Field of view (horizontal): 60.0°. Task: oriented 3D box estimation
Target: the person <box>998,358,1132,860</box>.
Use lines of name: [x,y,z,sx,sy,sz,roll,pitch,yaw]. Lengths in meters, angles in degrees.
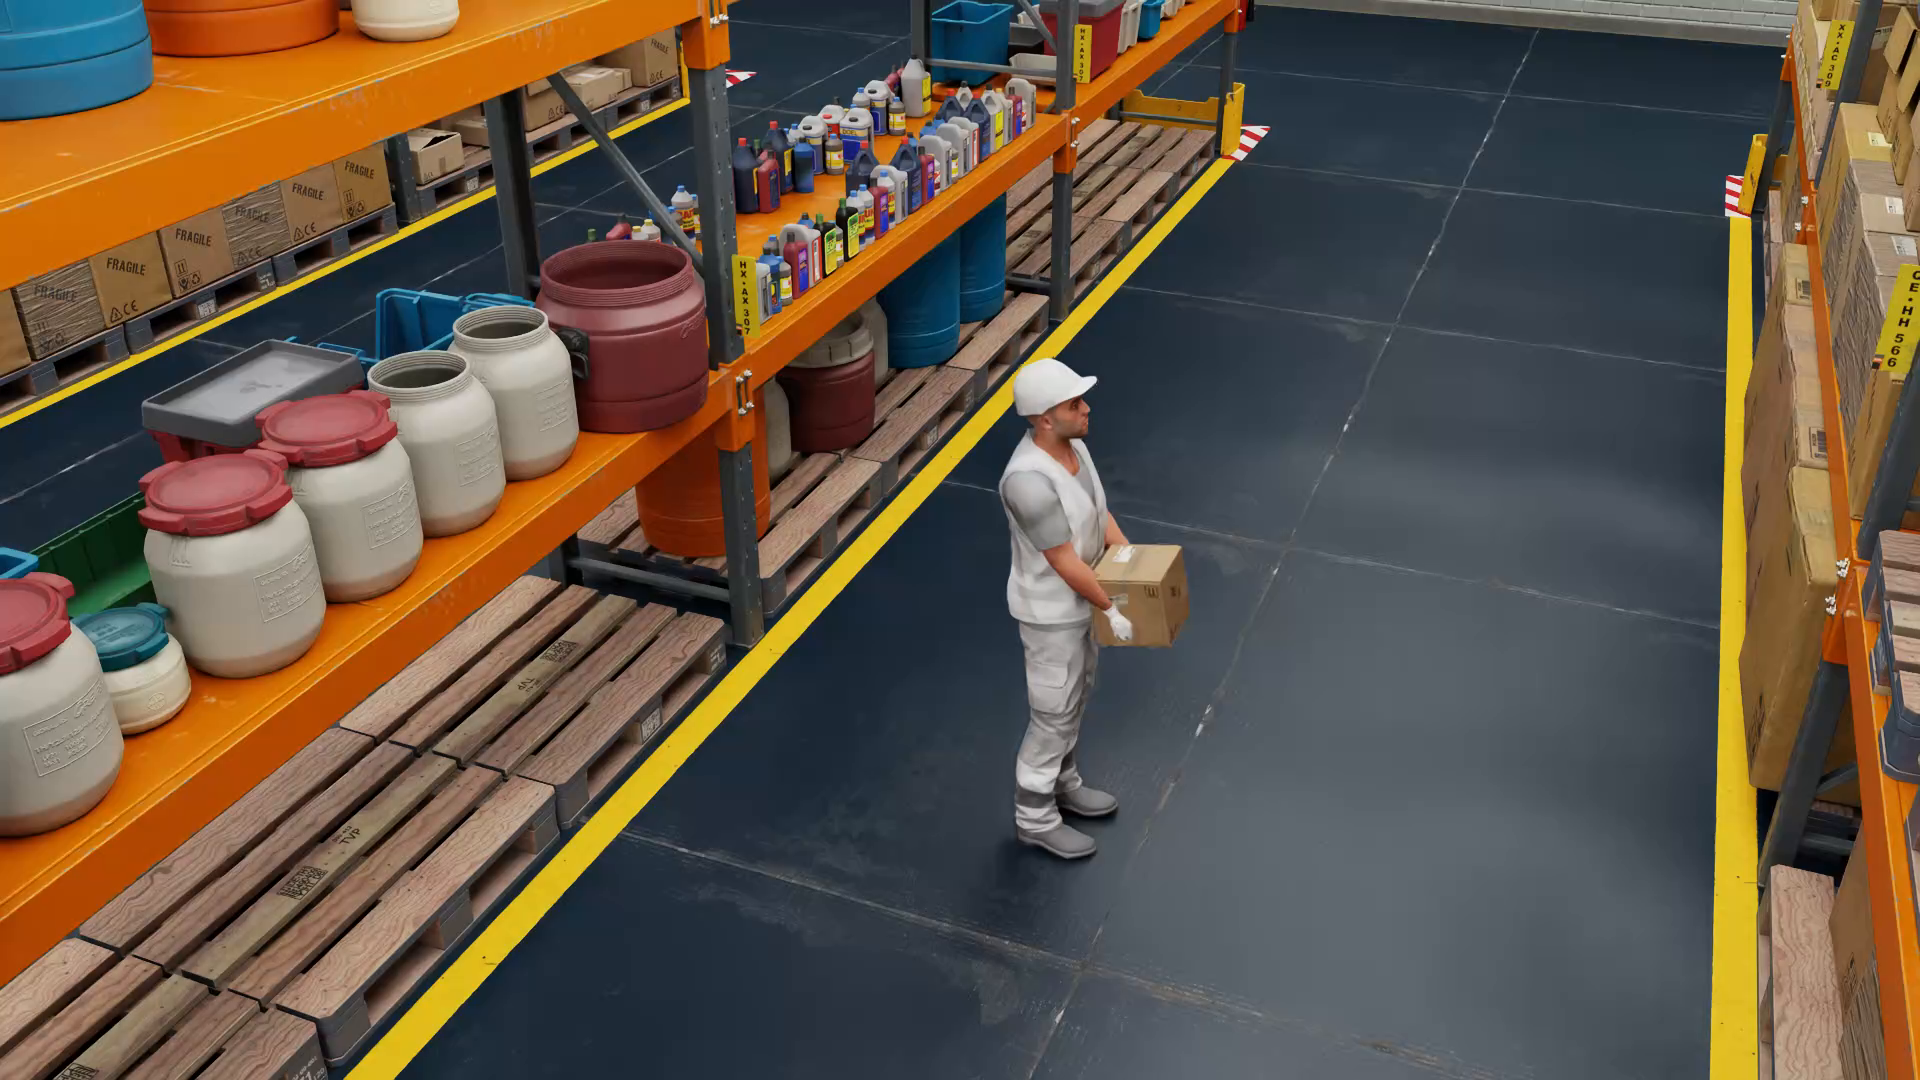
person: [0.429,0.239,5.676,0.556,1.792,0.510,9,31,16]
